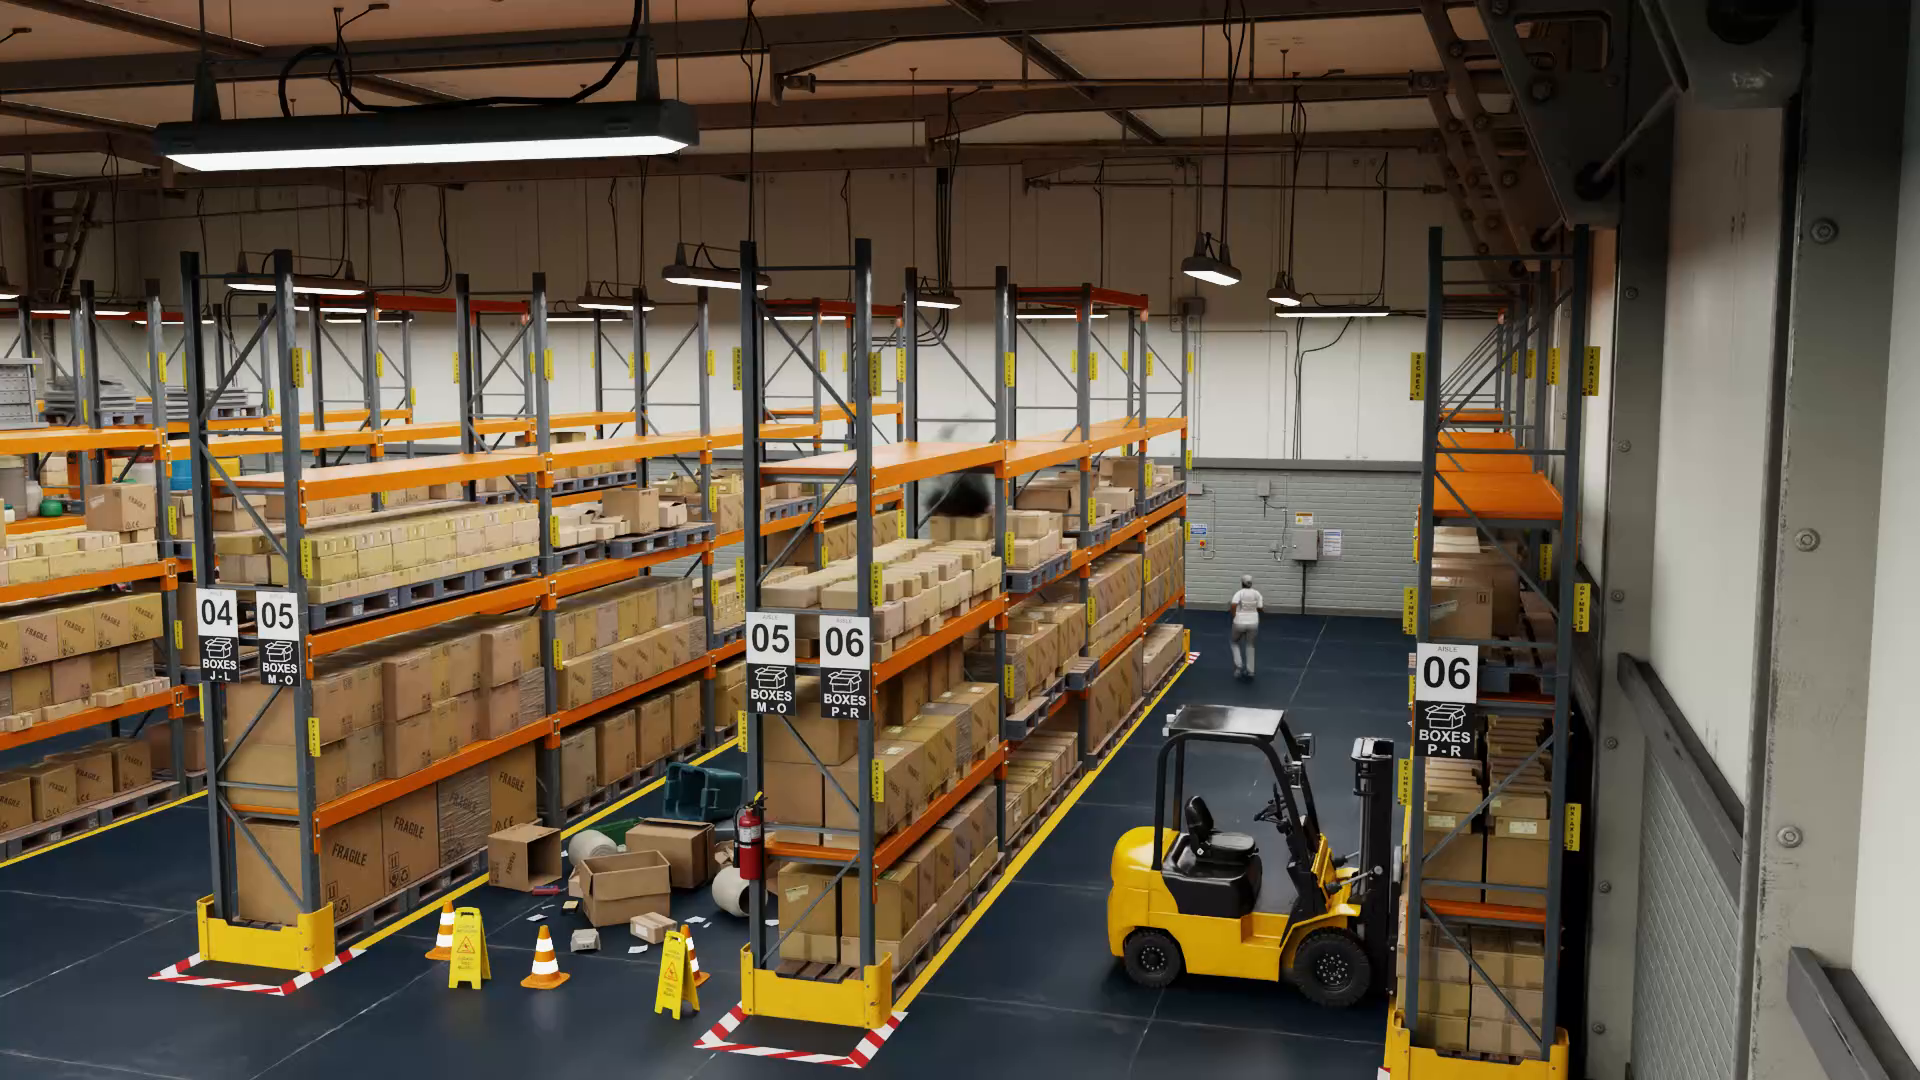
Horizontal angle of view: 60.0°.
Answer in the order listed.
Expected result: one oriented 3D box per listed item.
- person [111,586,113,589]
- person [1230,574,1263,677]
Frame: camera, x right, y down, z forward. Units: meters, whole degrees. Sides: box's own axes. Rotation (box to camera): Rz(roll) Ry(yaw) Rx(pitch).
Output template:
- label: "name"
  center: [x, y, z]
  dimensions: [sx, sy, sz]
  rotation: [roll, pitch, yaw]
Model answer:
- label: "person"
  center: [-13.975, 1.315, 27.228]
  dimensions: [0.609, 1.621, 0.527]
  rotation: [2, 7, 18]
- label: "person"
  center: [4.547, 1.380, 26.615]
  dimensions: [0.585, 1.688, 0.644]
  rotation: [0, 6, -4]
